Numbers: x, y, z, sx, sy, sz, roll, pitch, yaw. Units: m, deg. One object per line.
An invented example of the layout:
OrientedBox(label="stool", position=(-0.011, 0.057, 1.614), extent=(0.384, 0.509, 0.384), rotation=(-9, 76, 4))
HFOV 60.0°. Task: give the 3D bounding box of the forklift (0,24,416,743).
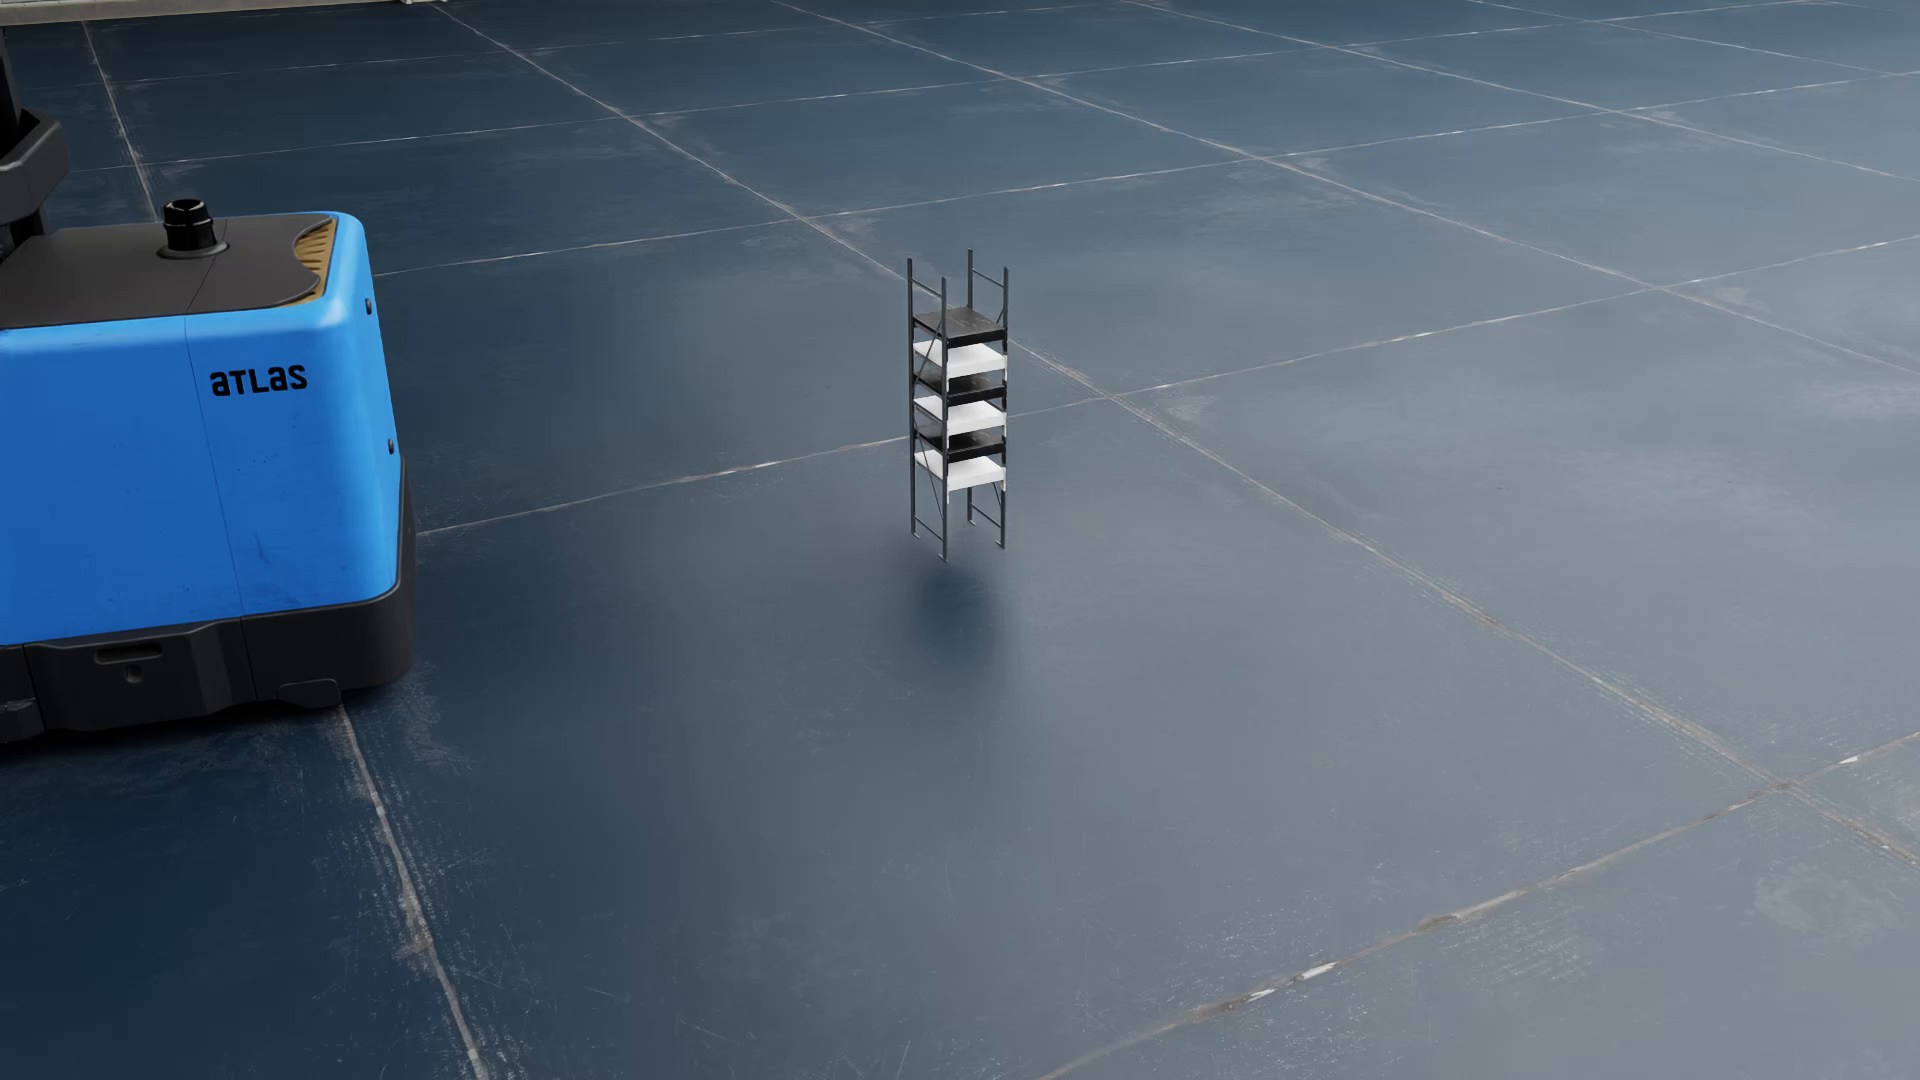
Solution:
OrientedBox(label="forklift", position=(-3.021, -0.927, 3.794), extent=(3.031, 2.935, 1.130), rotation=(-7, 27, -14))

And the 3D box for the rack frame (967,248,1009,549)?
OrientedBox(label="rack frame", position=(0.083, -0.425, 5.095), extent=(0.006, 0.900, 0.240), rotation=(-13, 29, -25))

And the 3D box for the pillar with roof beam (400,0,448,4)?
OrientedBox(label="pillar with roof beam", position=(-3.199, -7.665, 10.819), extent=(0.400, 9.000, 9.100), rotation=(-13, 29, -25))

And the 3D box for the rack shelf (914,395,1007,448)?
OrientedBox(label="rack shelf", position=(-0.007, -0.374, 5.066), extent=(0.200, 0.077, 0.258), rotation=(-13, 29, -25))

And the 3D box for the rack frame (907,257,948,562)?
OrientedBox(label="rack frame", position=(-0.097, -0.383, 5.009), extent=(0.006, 0.900, 0.240), rotation=(-13, 29, -25))

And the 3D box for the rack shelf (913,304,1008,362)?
OrientedBox(label="rack shelf", position=(-0.007, -0.617, 4.949), extent=(0.200, 0.077, 0.258), rotation=(-13, 29, -25))

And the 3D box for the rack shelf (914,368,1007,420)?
OrientedBox(label="rack shelf", position=(-0.007, -0.455, 5.027), extent=(0.200, 0.077, 0.258), rotation=(-13, 29, -25))

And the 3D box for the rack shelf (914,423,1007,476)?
OrientedBox(label="rack shelf", position=(-0.007, -0.293, 5.105), extent=(0.200, 0.077, 0.258), rotation=(-13, 29, -25))

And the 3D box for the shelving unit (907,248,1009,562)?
OrientedBox(label="shelving unit", position=(-0.007, -0.404, 5.052), extent=(0.210, 0.900, 0.258), rotation=(-13, 29, -25))

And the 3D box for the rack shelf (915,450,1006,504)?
OrientedBox(label="rack shelf", position=(-0.007, -0.212, 5.144), extent=(0.200, 0.077, 0.258), rotation=(-13, 29, -25))

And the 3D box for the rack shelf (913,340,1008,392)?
OrientedBox(label="rack shelf", position=(-0.007, -0.536, 4.988), extent=(0.200, 0.077, 0.258), rotation=(-13, 29, -25))
